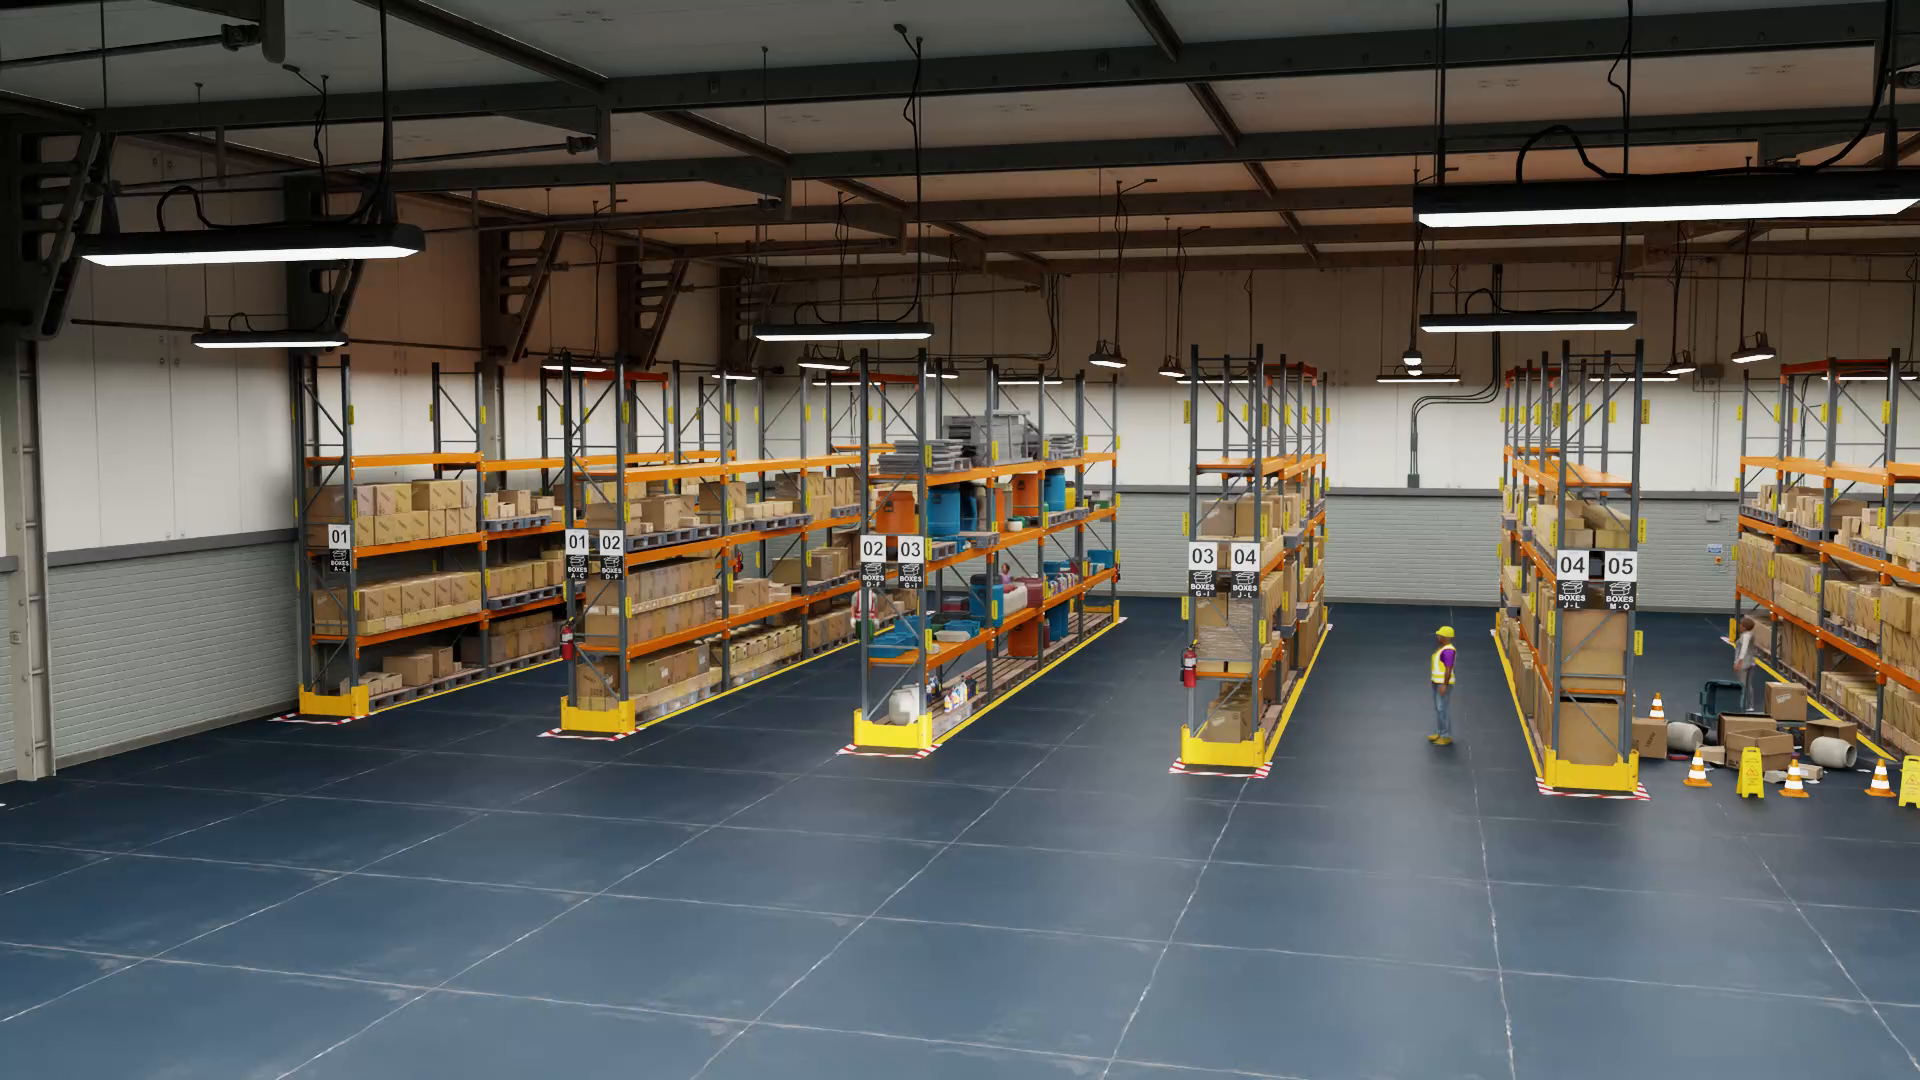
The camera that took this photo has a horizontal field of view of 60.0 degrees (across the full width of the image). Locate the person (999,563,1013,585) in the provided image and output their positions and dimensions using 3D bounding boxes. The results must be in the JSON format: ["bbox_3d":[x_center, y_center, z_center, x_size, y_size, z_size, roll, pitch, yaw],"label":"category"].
[{"bbox_3d":[1.057,1.304,38.908,0.425,1.551,0.847,2,5,22],"label":"person"}]

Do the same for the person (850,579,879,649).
[{"bbox_3d":[-1.930,1.613,33.203,0.538,1.727,1.007,1,4,9],"label":"person"}]

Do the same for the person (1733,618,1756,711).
[{"bbox_3d":[13.230,2.113,28.065,0.462,1.612,0.332,-3,5,-36],"label":"person"}]

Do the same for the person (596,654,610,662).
[{"bbox_3d":[-6.357,1.926,29.924,0.564,1.684,0.507,4,6,45],"label":"person"}]

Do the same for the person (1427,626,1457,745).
[{"bbox_3d":[7.395,2.218,25.490,0.415,1.803,0.603,0,4,-3],"label":"person"}]
